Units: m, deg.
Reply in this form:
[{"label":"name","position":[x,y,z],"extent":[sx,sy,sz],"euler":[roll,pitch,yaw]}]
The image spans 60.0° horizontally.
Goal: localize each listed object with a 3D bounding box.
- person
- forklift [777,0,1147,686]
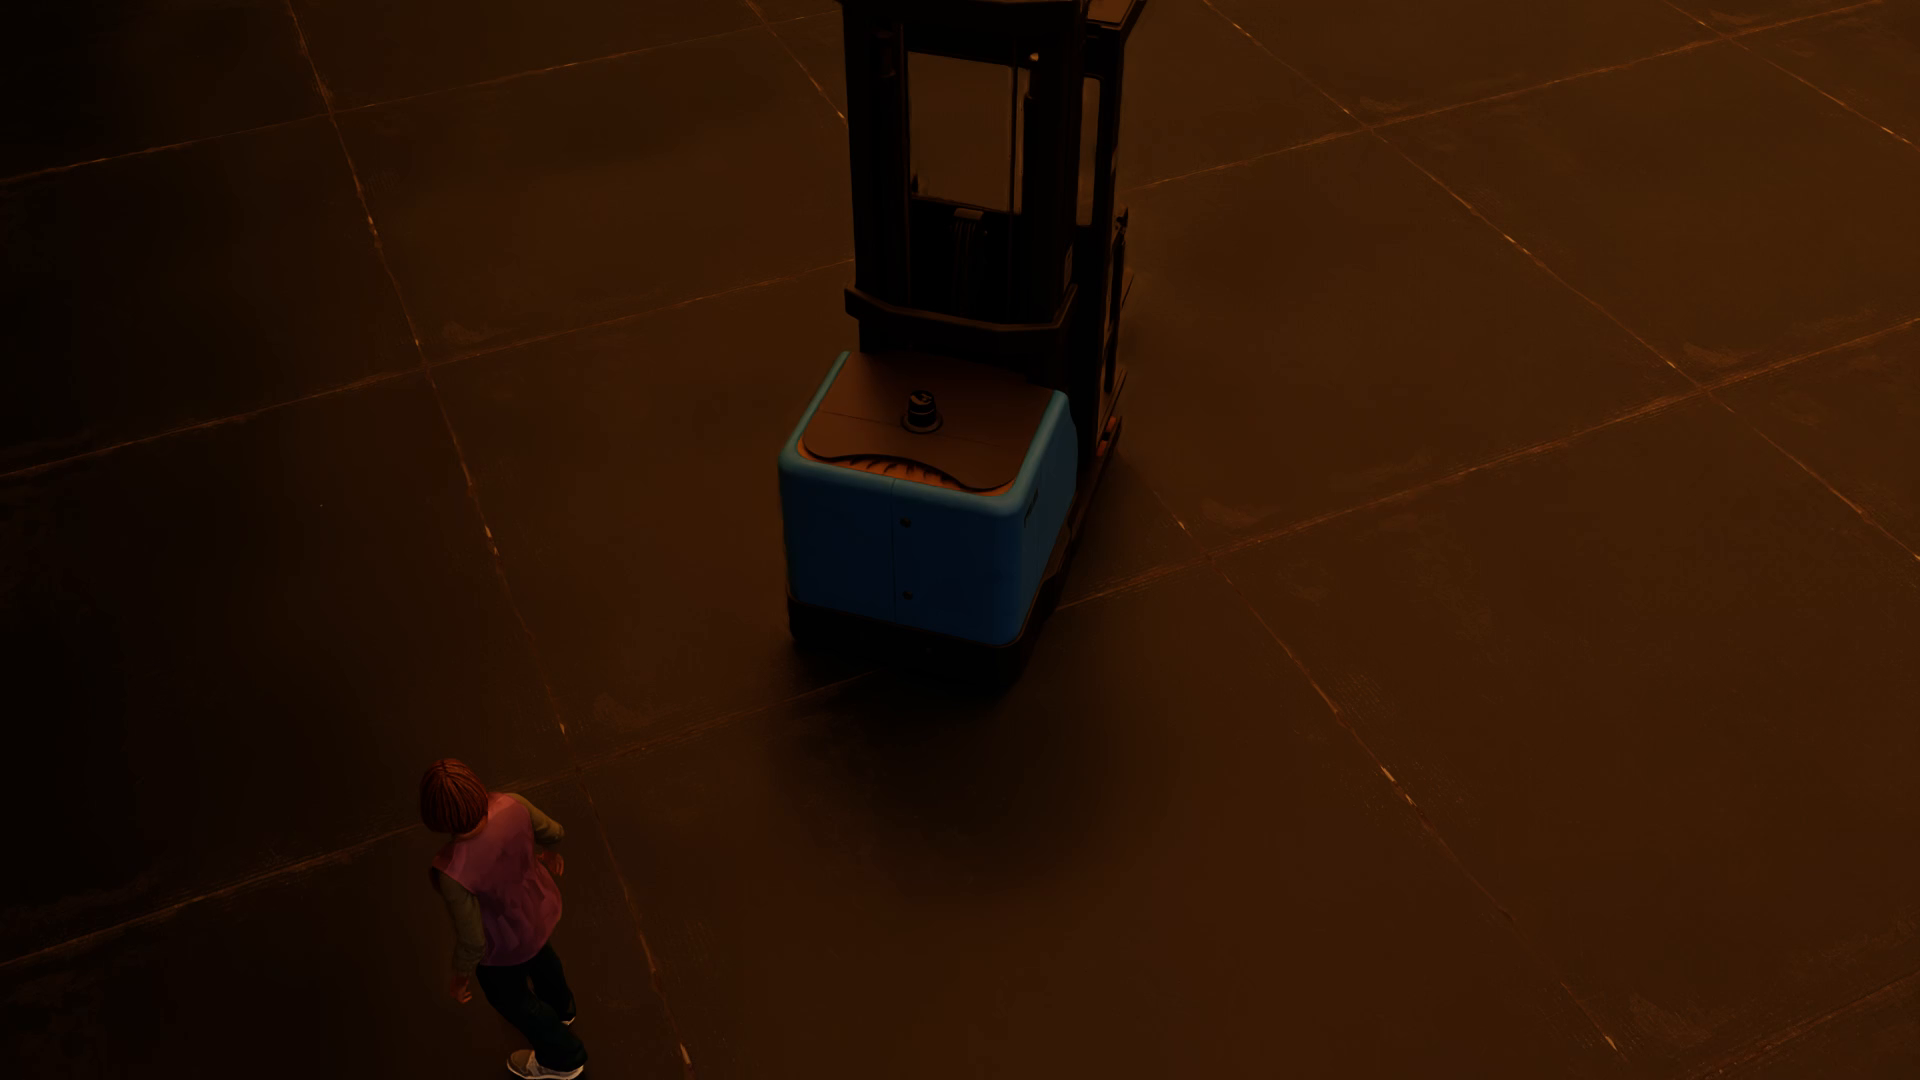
[{"label":"person","position":[-1.483,1.220,5.357],"extent":[0.417,1.592,0.579],"euler":[13,45,14]},{"label":"forklift","position":[0.175,-1.472,7.257],"extent":[1.130,2.935,3.031],"euler":[12,44,12]}]
